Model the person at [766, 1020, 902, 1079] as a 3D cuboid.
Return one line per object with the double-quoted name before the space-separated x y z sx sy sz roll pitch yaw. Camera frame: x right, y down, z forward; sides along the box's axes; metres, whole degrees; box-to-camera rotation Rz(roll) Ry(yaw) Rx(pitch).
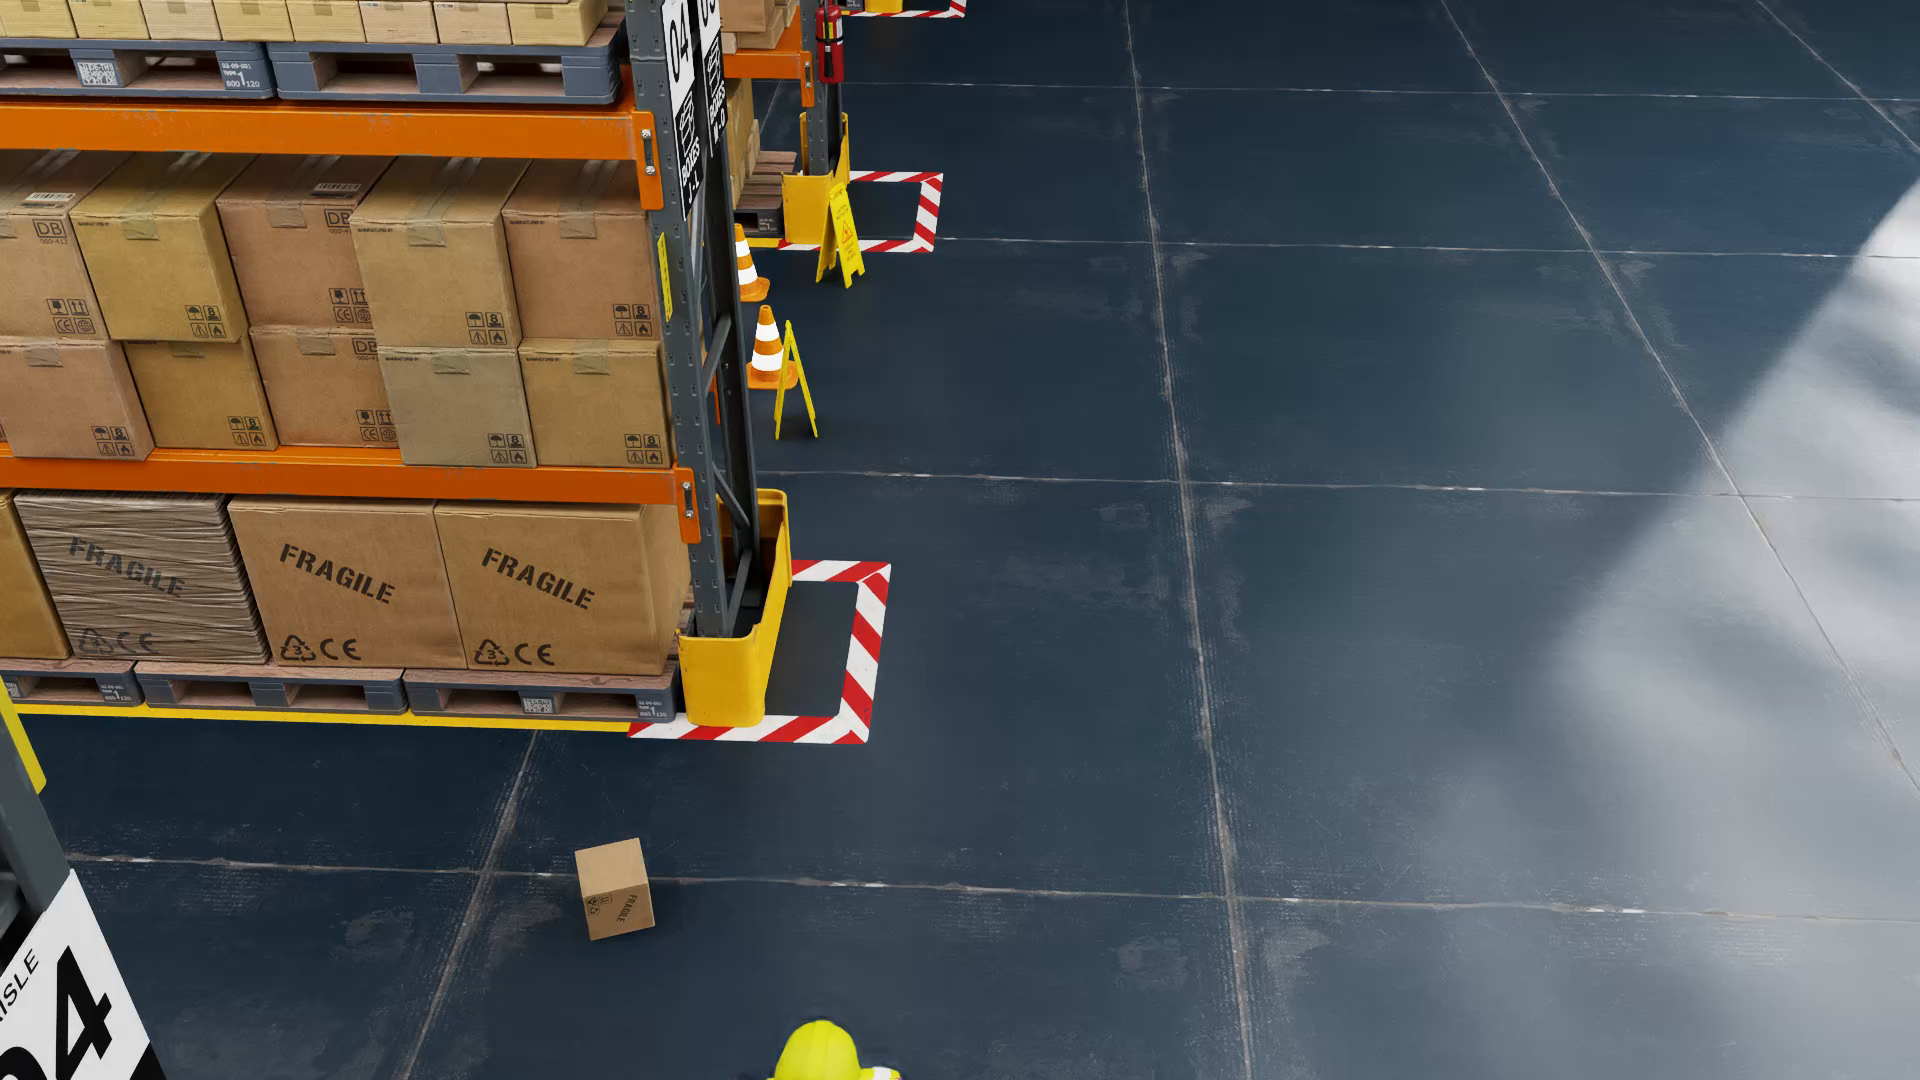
"person" -0.382 1.859 4.478 0.613 1.737 0.860 -3 36 -4
